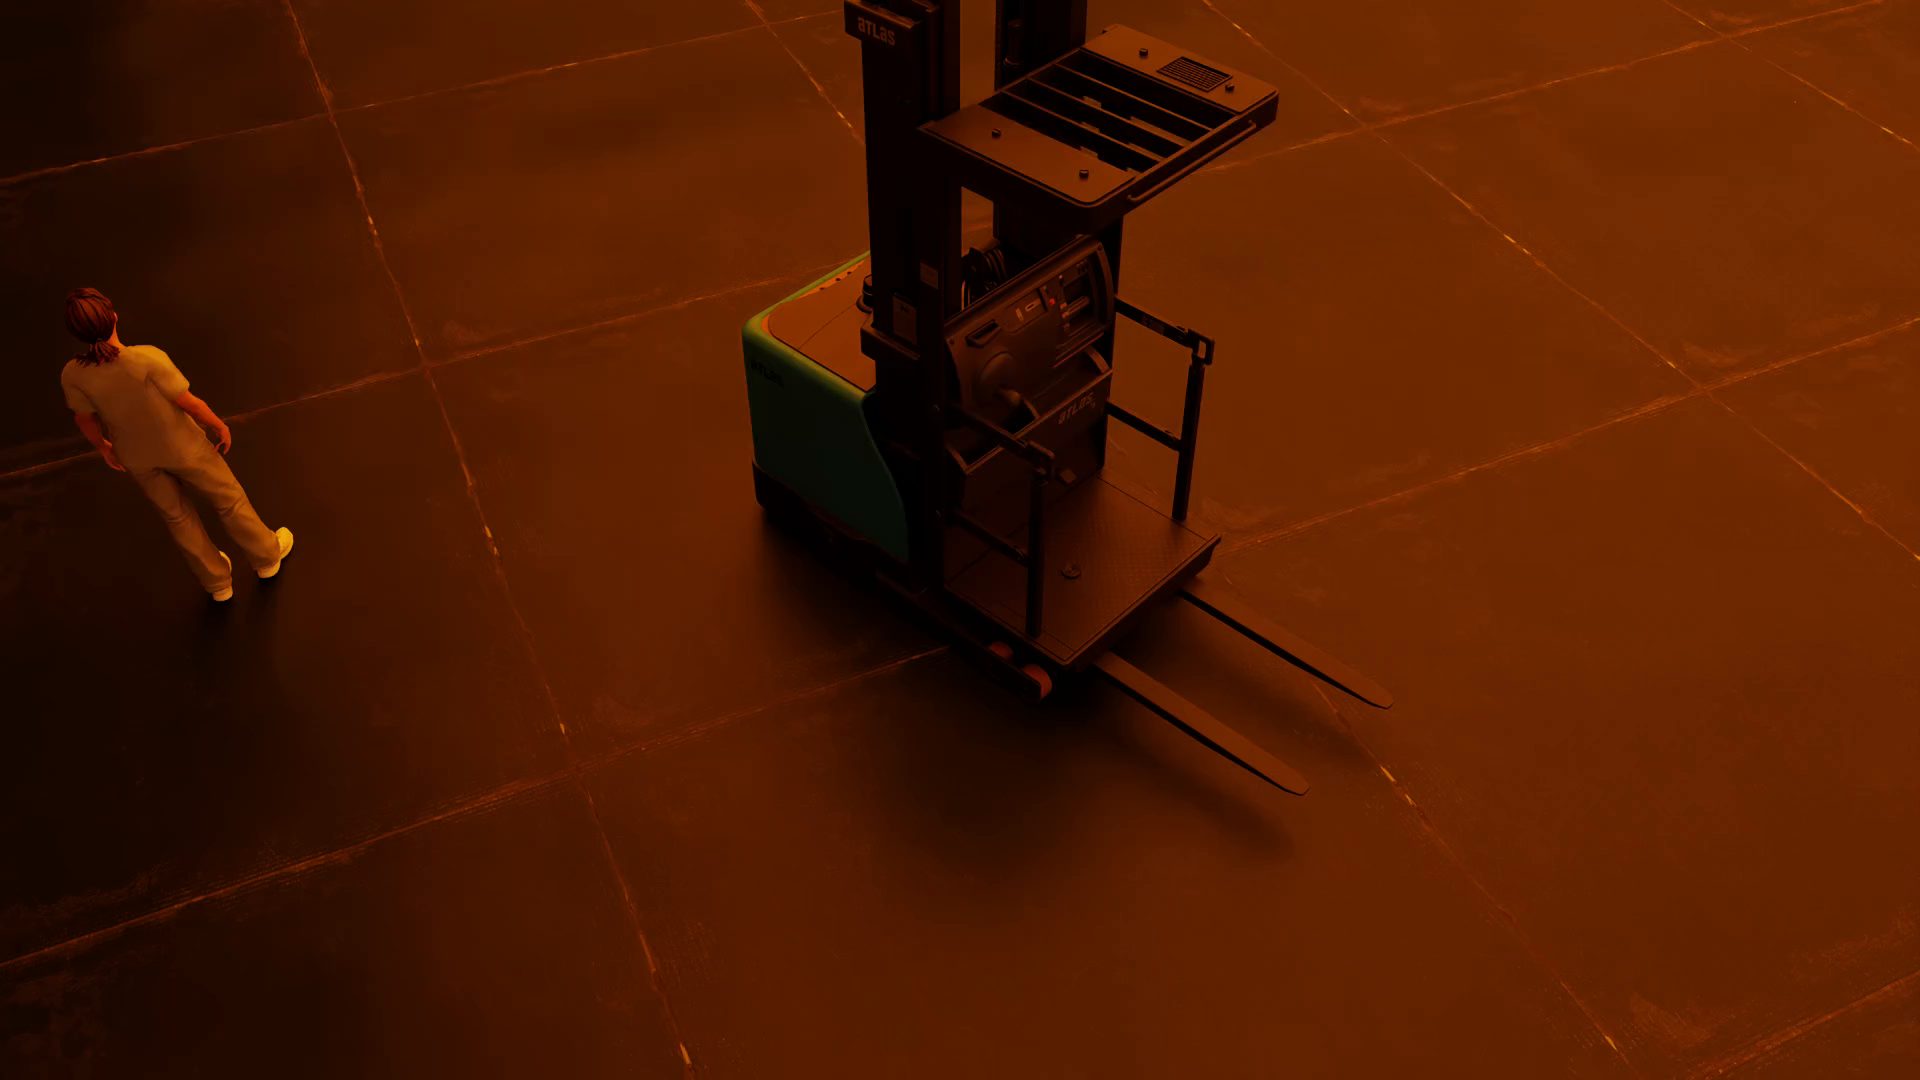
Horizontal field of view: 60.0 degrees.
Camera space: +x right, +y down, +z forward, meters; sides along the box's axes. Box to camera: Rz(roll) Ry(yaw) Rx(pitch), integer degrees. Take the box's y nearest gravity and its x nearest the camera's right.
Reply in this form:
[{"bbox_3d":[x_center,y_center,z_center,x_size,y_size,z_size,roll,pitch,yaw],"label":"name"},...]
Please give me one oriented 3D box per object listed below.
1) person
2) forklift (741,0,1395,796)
[{"bbox_3d":[-3.358,-0.423,7.058,0.547,1.654,0.530,-7,43,-7],"label":"person"},{"bbox_3d":[0.445,-0.788,6.525,3.031,2.935,1.130,32,52,30],"label":"forklift"}]
